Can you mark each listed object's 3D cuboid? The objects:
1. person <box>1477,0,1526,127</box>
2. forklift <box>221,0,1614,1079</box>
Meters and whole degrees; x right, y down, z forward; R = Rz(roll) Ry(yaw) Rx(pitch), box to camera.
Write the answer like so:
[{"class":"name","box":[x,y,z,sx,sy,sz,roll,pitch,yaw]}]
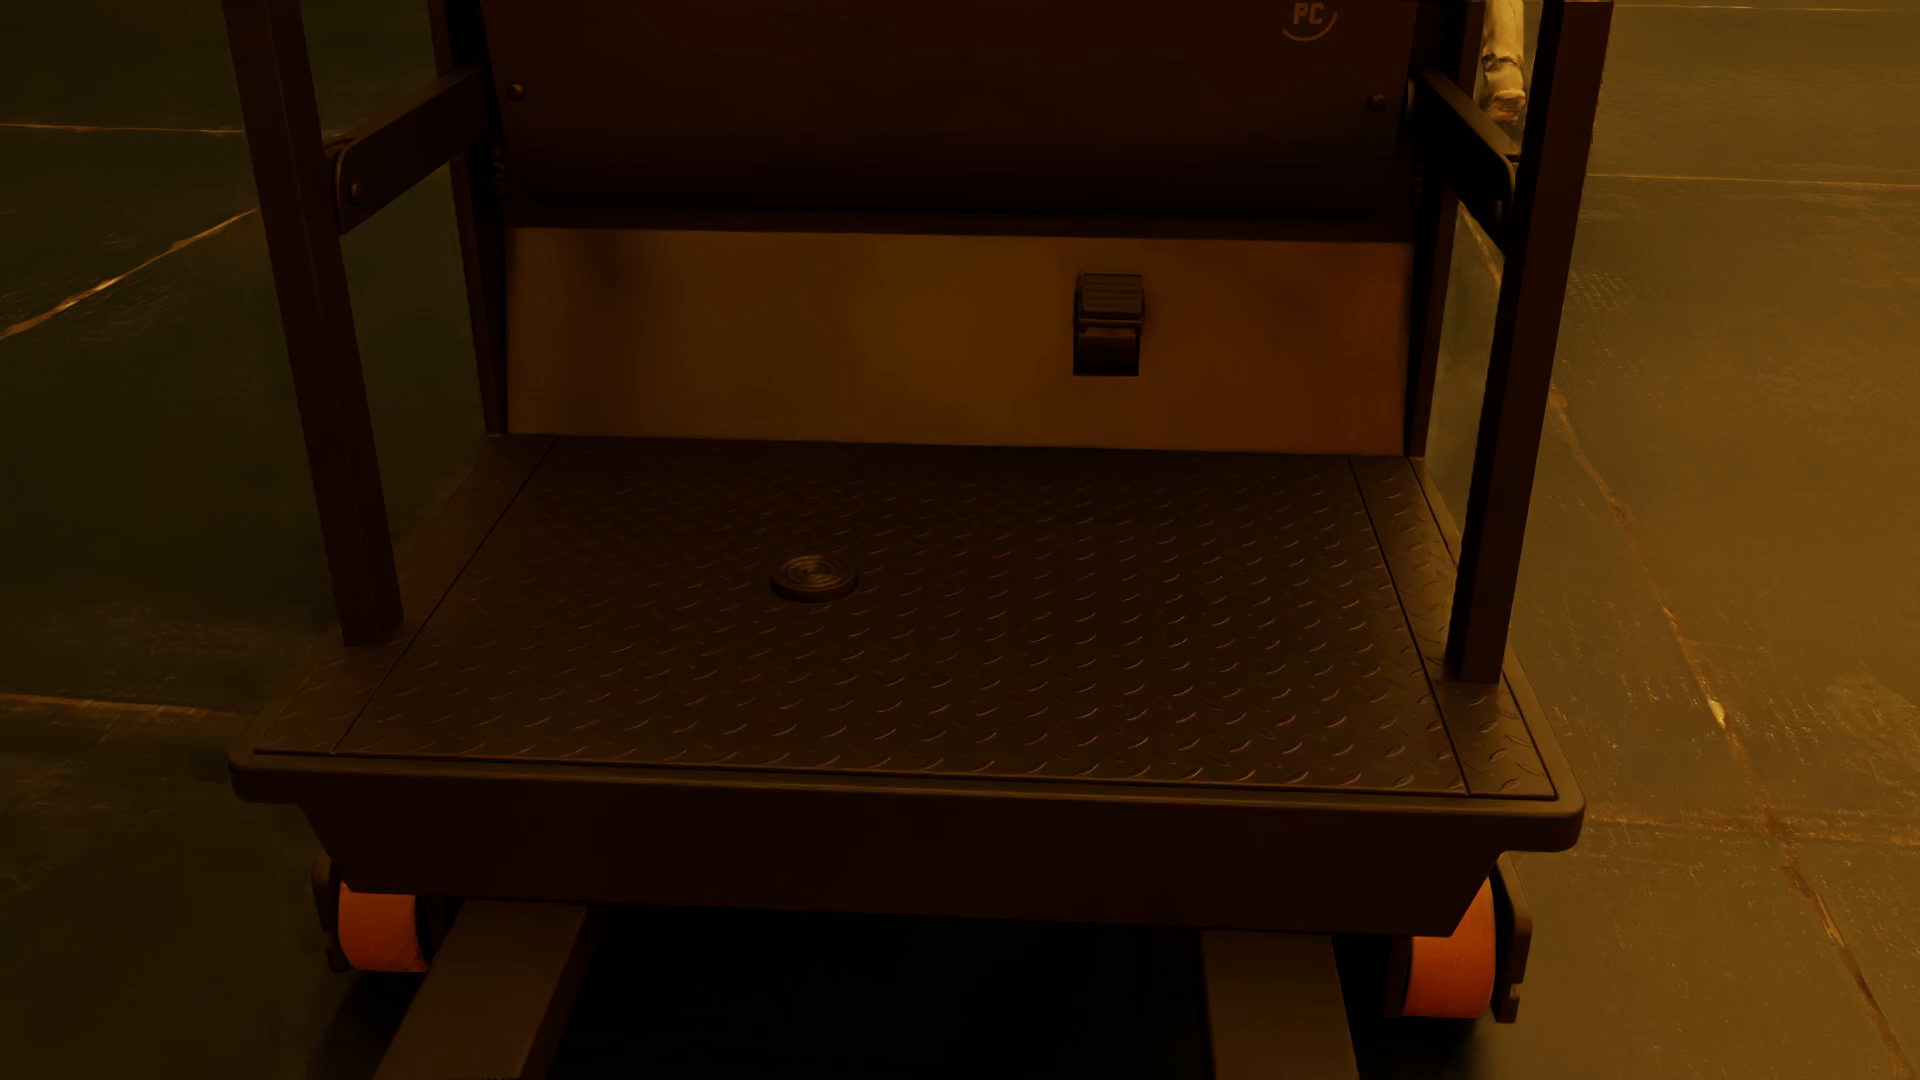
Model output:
[{"class":"person","box":[1.643,-1.887,4.445,0.753,1.652,0.608,4,27,7]},{"class":"forklift","box":[-0.027,-1.008,1.237,1.130,2.935,3.031,2,27,3]}]
